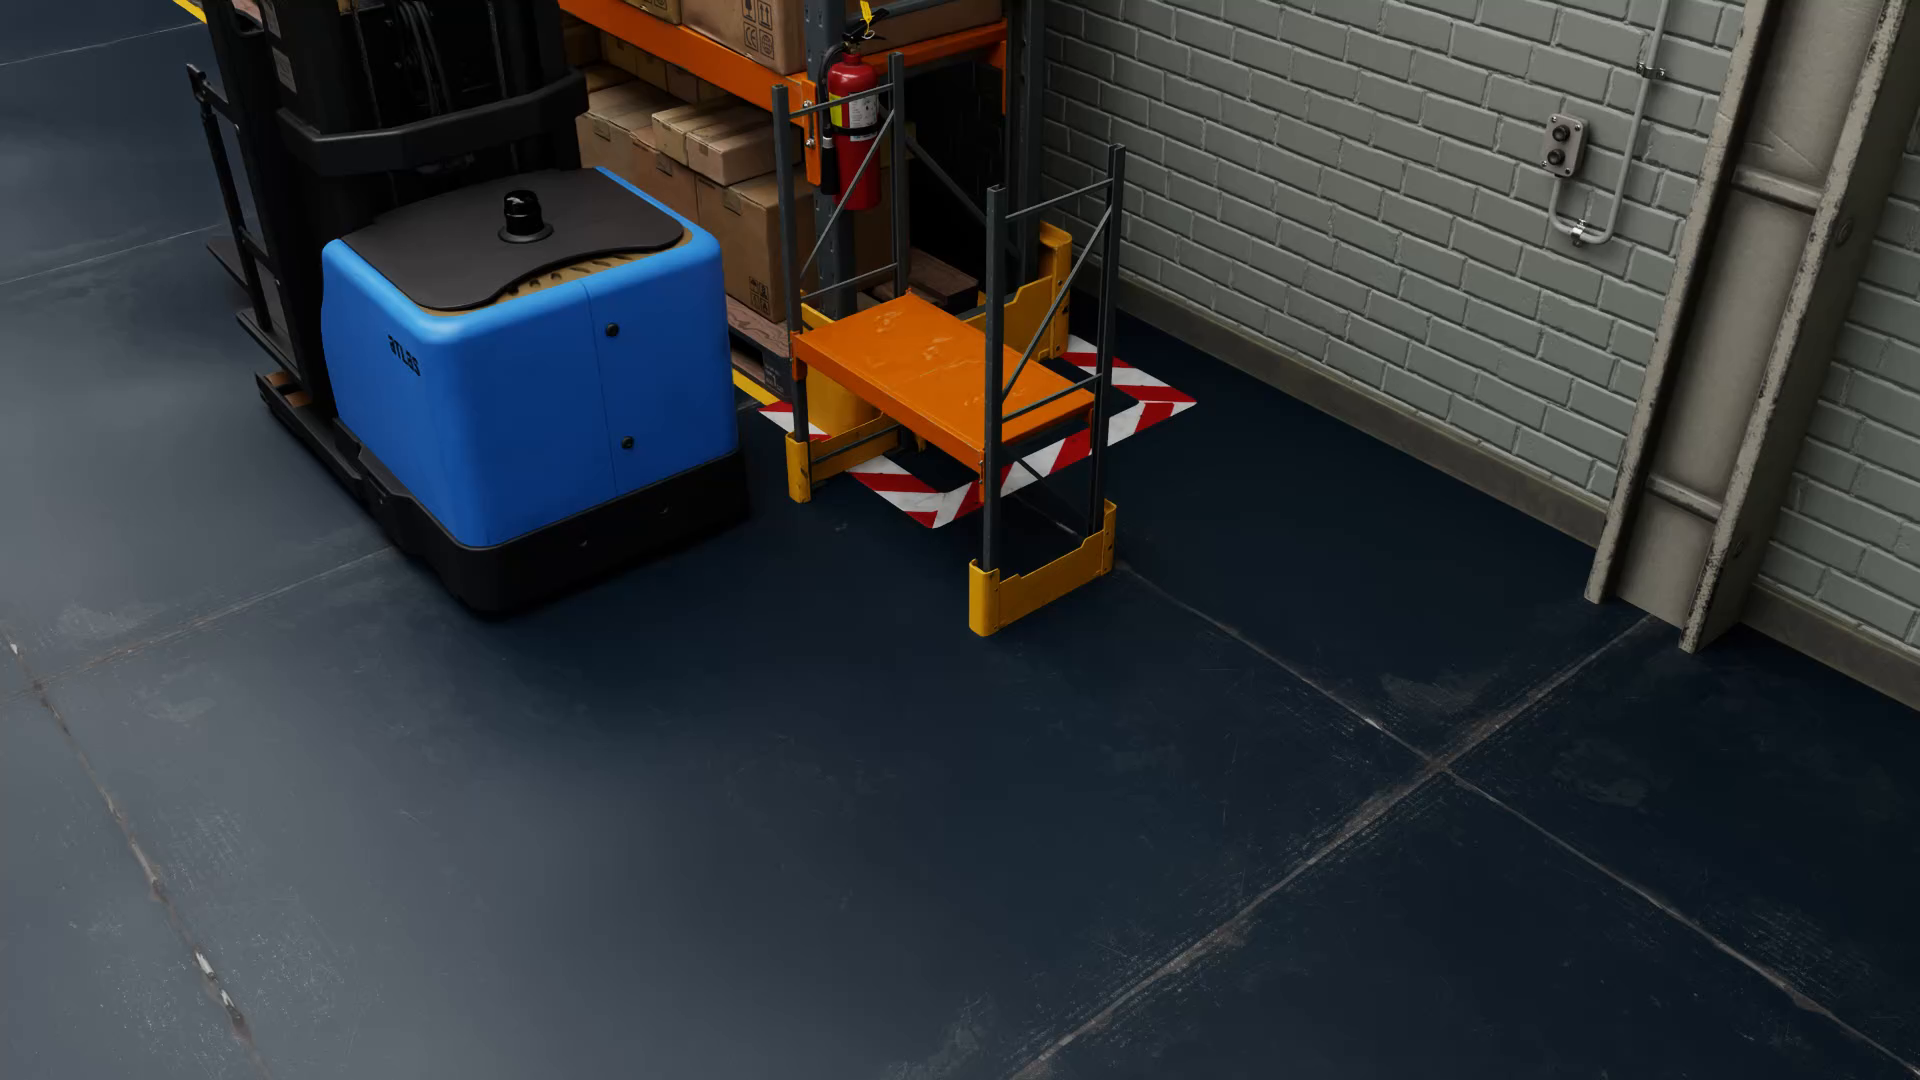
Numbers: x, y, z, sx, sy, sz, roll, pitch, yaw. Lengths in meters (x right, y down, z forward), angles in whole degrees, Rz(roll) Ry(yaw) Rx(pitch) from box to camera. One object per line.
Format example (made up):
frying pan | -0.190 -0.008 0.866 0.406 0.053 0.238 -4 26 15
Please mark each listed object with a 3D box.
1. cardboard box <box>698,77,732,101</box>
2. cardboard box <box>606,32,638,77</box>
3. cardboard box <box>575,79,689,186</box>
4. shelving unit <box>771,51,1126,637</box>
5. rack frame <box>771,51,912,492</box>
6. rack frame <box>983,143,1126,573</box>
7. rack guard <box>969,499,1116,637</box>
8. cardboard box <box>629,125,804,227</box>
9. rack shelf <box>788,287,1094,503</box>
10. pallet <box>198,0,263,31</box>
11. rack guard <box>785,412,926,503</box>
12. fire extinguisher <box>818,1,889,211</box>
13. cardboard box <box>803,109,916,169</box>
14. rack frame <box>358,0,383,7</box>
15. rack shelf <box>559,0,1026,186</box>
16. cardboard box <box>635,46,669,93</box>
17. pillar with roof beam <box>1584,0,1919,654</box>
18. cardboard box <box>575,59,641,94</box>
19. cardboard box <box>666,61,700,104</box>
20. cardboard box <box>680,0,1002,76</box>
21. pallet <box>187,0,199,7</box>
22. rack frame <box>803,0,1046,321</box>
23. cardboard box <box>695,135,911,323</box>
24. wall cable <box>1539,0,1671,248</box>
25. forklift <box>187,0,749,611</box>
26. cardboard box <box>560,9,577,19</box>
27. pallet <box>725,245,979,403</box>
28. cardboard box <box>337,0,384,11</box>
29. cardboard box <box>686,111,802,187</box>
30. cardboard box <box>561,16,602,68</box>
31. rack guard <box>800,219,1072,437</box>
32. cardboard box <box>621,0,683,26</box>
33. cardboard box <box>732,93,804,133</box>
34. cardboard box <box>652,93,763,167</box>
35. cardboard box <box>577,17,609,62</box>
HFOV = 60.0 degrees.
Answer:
cardboard box | -0.886 -1.918 7.101 0.380 0.149 0.250 -26 43 -31
cardboard box | -1.380 -2.255 7.577 0.380 0.149 0.250 -27 43 -33
cardboard box | -1.279 -1.742 7.414 0.700 0.500 0.500 -28 44 -33
shelving unit | -0.049 -0.646 5.364 0.587 1.500 1.083 -26 43 -32
rack frame | -0.383 -0.874 5.687 0.500 1.500 0.032 -26 43 -32
rack frame | 0.273 -0.425 5.053 0.500 1.500 0.032 -26 43 -32
rack guard | 0.272 0.084 5.415 0.587 0.250 0.087 -26 43 -32
cardboard box | -0.954 -1.521 7.101 0.700 0.500 0.500 -26 43 -32
rack shelf | -0.055 -0.503 5.474 0.538 0.185 1.000 -26 43 -32
pallet | -4.031 -3.356 10.306 1.003 0.211 1.213 -26 43 -32
rack guard | -0.371 -0.356 6.036 0.587 0.250 0.087 -26 43 -32
fire extinguisher | -0.358 -1.454 5.598 0.296 0.674 0.183 -26 43 -32
cardboard box | -0.397 -1.584 6.629 0.380 0.149 0.250 -26 43 -31
rack frame | -2.684 -3.643 8.298 1.000 3.000 0.127 -26 43 -32
rack shelf | -1.393 -2.466 7.259 1.077 0.370 4.000 -26 43 -32
cardboard box | -1.217 -2.143 7.419 0.380 0.149 0.250 -26 43 -31
pillar with roof beam | -0.988 -1.850 0.576 9.100 9.000 0.400 -26 43 -32
cardboard box | -1.628 -1.975 7.743 0.700 0.500 0.500 -25 42 -31
cardboard box | -1.051 -2.030 7.259 0.380 0.149 0.250 -25 42 -31
cardboard box | -0.439 -2.220 6.030 0.980 0.700 0.700 -24 42 -30
pallet | -4.814 -3.895 11.066 1.003 0.211 1.213 -26 43 -32
rack frame | -0.102 -1.877 5.804 1.000 3.000 0.127 -26 43 -32
cardboard box | -0.631 -1.300 6.789 0.700 0.500 0.500 -26 43 -32
wall cable | 1.446 -2.079 5.211 0.084 1.984 1.851 -26 43 -32
forklift | -2.055 -1.757 5.694 1.130 2.935 3.031 -25 42 -31
cardboard box | -1.709 -2.480 7.895 0.380 0.149 0.250 -28 44 -33
pallet | -0.678 -1.062 7.068 1.003 0.211 1.213 -26 43 -32
cardboard box | -3.203 -3.175 9.135 0.750 0.750 0.750 -25 43 -31
cardboard box | -0.853 -1.553 6.586 0.380 0.149 0.250 -27 43 -32
cardboard box | -1.861 -2.241 7.557 0.380 0.149 0.250 -27 44 -33
rack guard | -0.087 -0.846 6.512 1.175 0.500 0.348 -26 43 -32
cardboard box | -0.917 -2.538 6.478 0.980 0.700 0.700 -26 43 -32
cardboard box | -0.725 -1.807 6.944 0.380 0.149 0.250 -26 43 -32
cardboard box | -1.018 -1.666 6.745 0.380 0.149 0.250 -25 42 -31
cardboard box | -1.547 -2.368 7.737 0.380 0.149 0.250 -26 43 -31
